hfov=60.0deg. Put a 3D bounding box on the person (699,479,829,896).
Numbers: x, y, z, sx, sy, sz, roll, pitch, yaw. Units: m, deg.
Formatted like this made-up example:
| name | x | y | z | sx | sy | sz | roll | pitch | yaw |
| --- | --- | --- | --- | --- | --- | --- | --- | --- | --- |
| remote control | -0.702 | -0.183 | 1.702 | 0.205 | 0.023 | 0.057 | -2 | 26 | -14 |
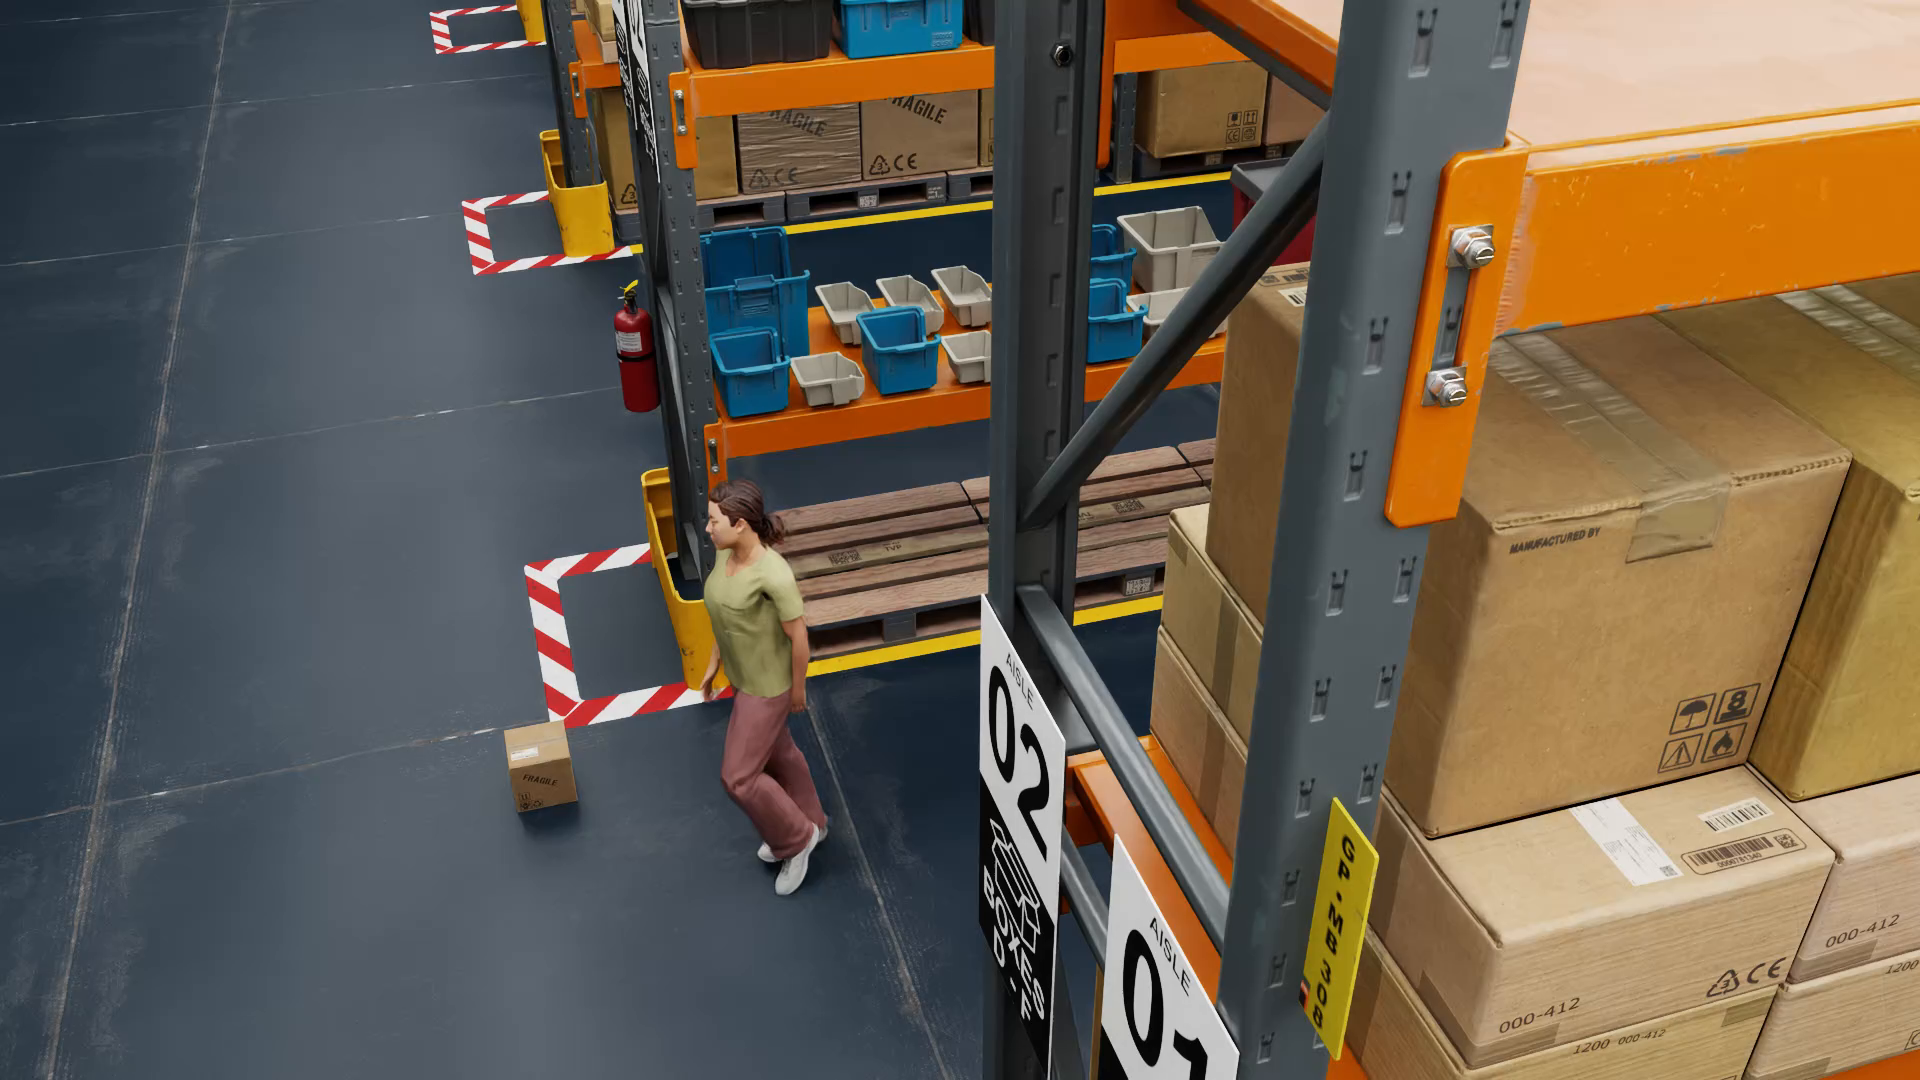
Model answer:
| name | x | y | z | sx | sy | sz | roll | pitch | yaw |
| --- | --- | --- | --- | --- | --- | --- | --- | --- | --- |
| person | -0.777 | 0.565 | 6.318 | 0.457 | 1.679 | 0.558 | -20 | 39 | -27 |
